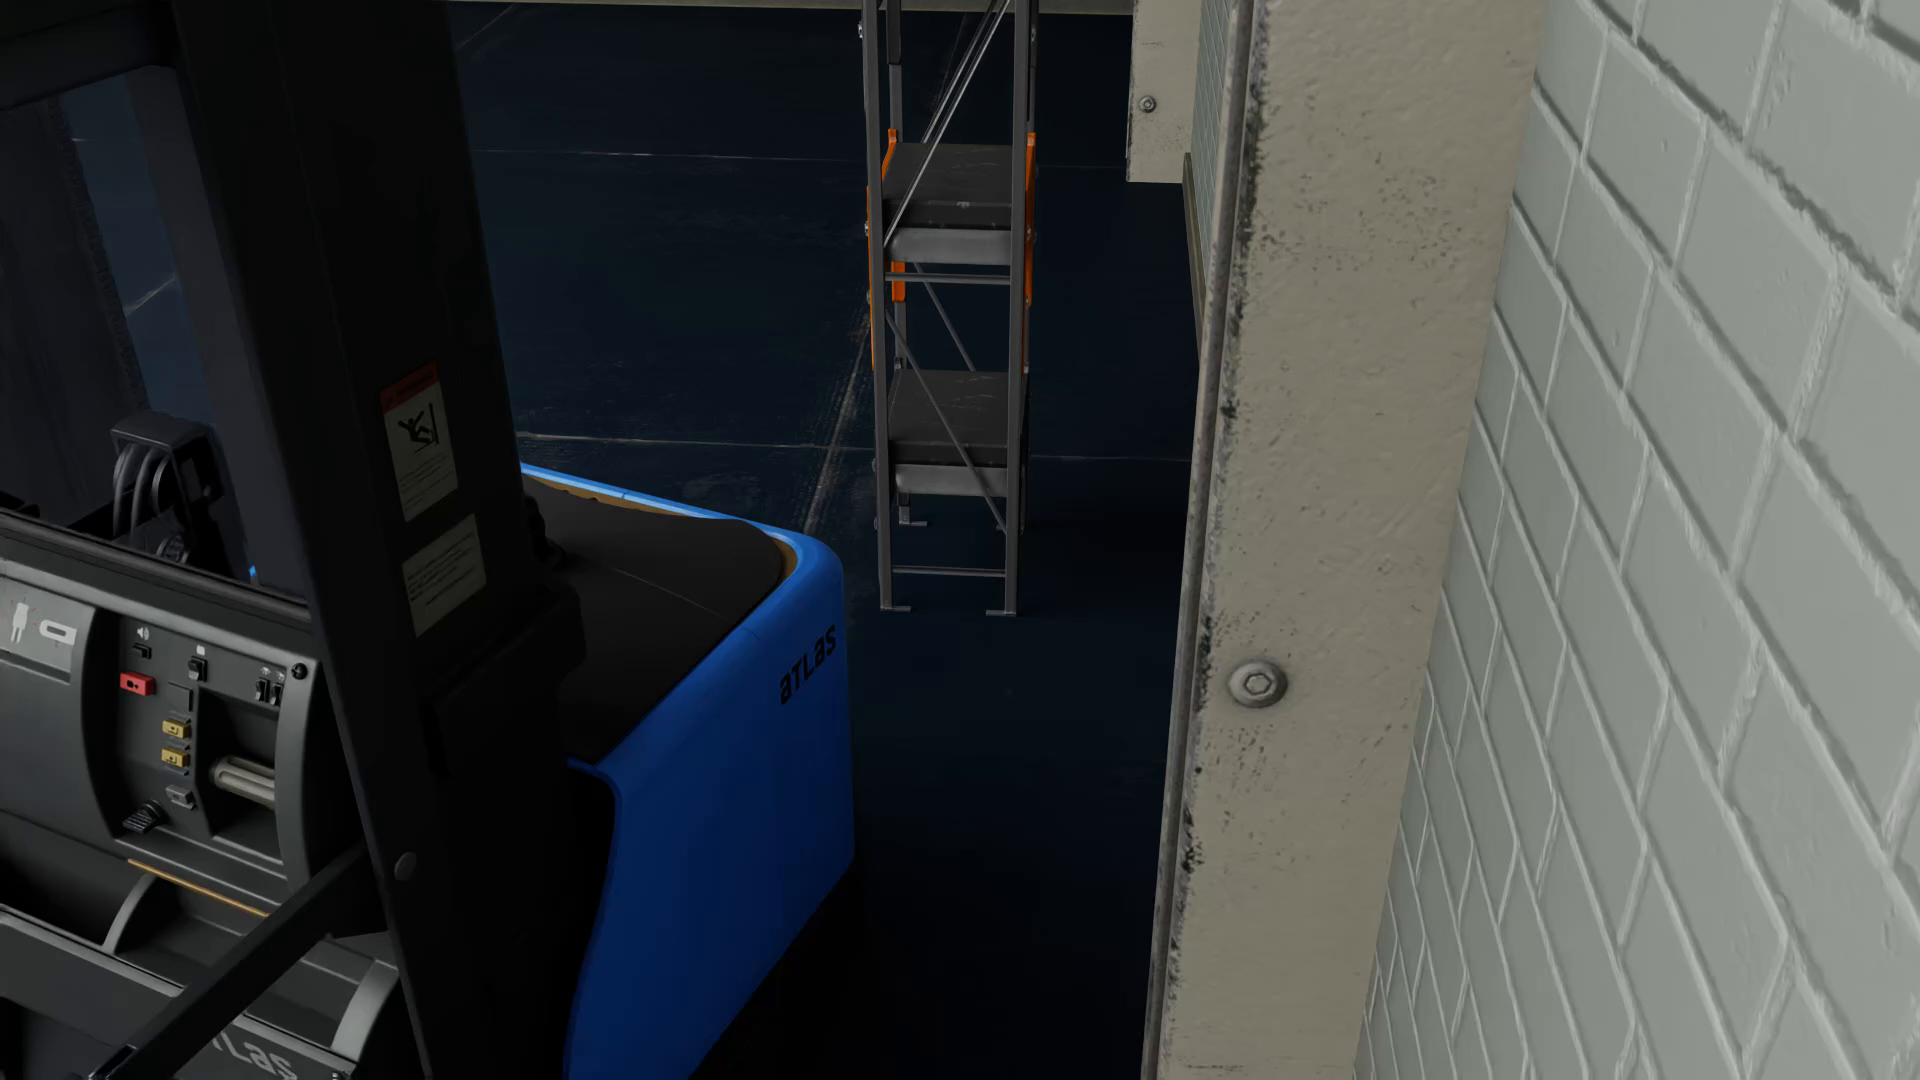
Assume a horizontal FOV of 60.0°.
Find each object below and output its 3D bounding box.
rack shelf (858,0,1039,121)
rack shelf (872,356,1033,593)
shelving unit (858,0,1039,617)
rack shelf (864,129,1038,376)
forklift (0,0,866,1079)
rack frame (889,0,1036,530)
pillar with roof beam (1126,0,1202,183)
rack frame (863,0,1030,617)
[{"bbox_3d":[-0.013,-1.392,4.199,0.431,0.518,0.480,2,32,4],"label":"rack shelf"},{"bbox_3d":[-0.013,-0.200,4.933,0.431,0.518,0.480,2,32,4],"label":"rack shelf"},{"bbox_3d":[-0.013,-0.807,4.559,0.431,2.100,0.503,2,32,4],"label":"shelving unit"},{"bbox_3d":[-0.013,-0.796,4.566,0.431,0.518,0.480,2,32,4],"label":"rack shelf"},{"bbox_3d":[-1.290,0.263,2.030,1.130,2.935,3.031,14,34,21],"label":"forklift"},{"bbox_3d":[0.006,-0.935,4.766,0.400,2.100,0.015,2,32,4],"label":"rack frame"},{"bbox_3d":[-3.314,-5.853,6.170,9.100,9.000,0.400,2,32,4],"label":"pillar with roof beam"},{"bbox_3d":[-0.033,-0.680,4.352,0.400,2.100,0.015,2,32,4],"label":"rack frame"}]
